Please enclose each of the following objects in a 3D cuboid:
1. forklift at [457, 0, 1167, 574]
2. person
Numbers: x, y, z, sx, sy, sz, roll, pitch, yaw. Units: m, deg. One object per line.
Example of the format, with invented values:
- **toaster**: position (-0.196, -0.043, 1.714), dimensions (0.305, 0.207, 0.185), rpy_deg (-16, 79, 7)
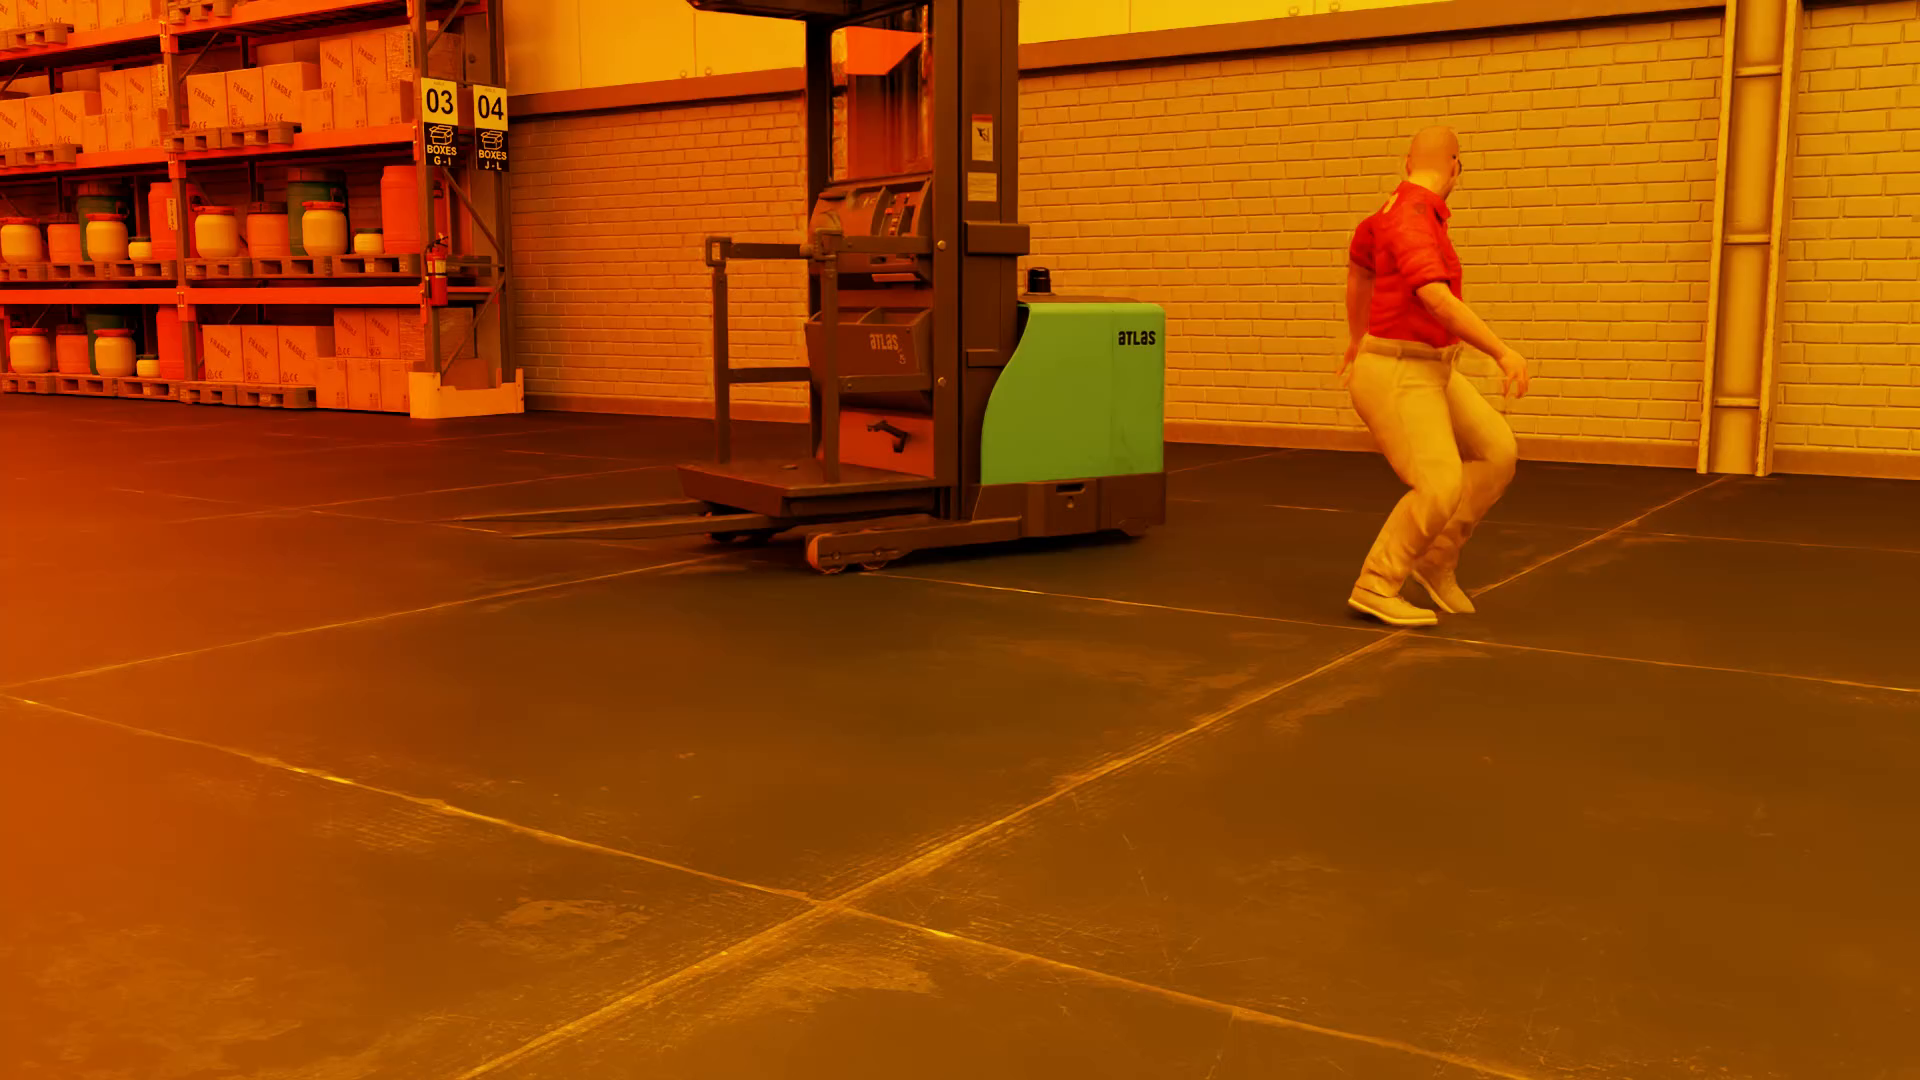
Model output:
- **forklift**: position (-0.566, -1.398, 7.026), dimensions (3.031, 2.935, 1.130), rpy_deg (-5, 10, -33)
- **person**: position (1.558, -0.531, 5.624), dimensions (0.733, 1.691, 0.723), rpy_deg (4, 9, 27)
